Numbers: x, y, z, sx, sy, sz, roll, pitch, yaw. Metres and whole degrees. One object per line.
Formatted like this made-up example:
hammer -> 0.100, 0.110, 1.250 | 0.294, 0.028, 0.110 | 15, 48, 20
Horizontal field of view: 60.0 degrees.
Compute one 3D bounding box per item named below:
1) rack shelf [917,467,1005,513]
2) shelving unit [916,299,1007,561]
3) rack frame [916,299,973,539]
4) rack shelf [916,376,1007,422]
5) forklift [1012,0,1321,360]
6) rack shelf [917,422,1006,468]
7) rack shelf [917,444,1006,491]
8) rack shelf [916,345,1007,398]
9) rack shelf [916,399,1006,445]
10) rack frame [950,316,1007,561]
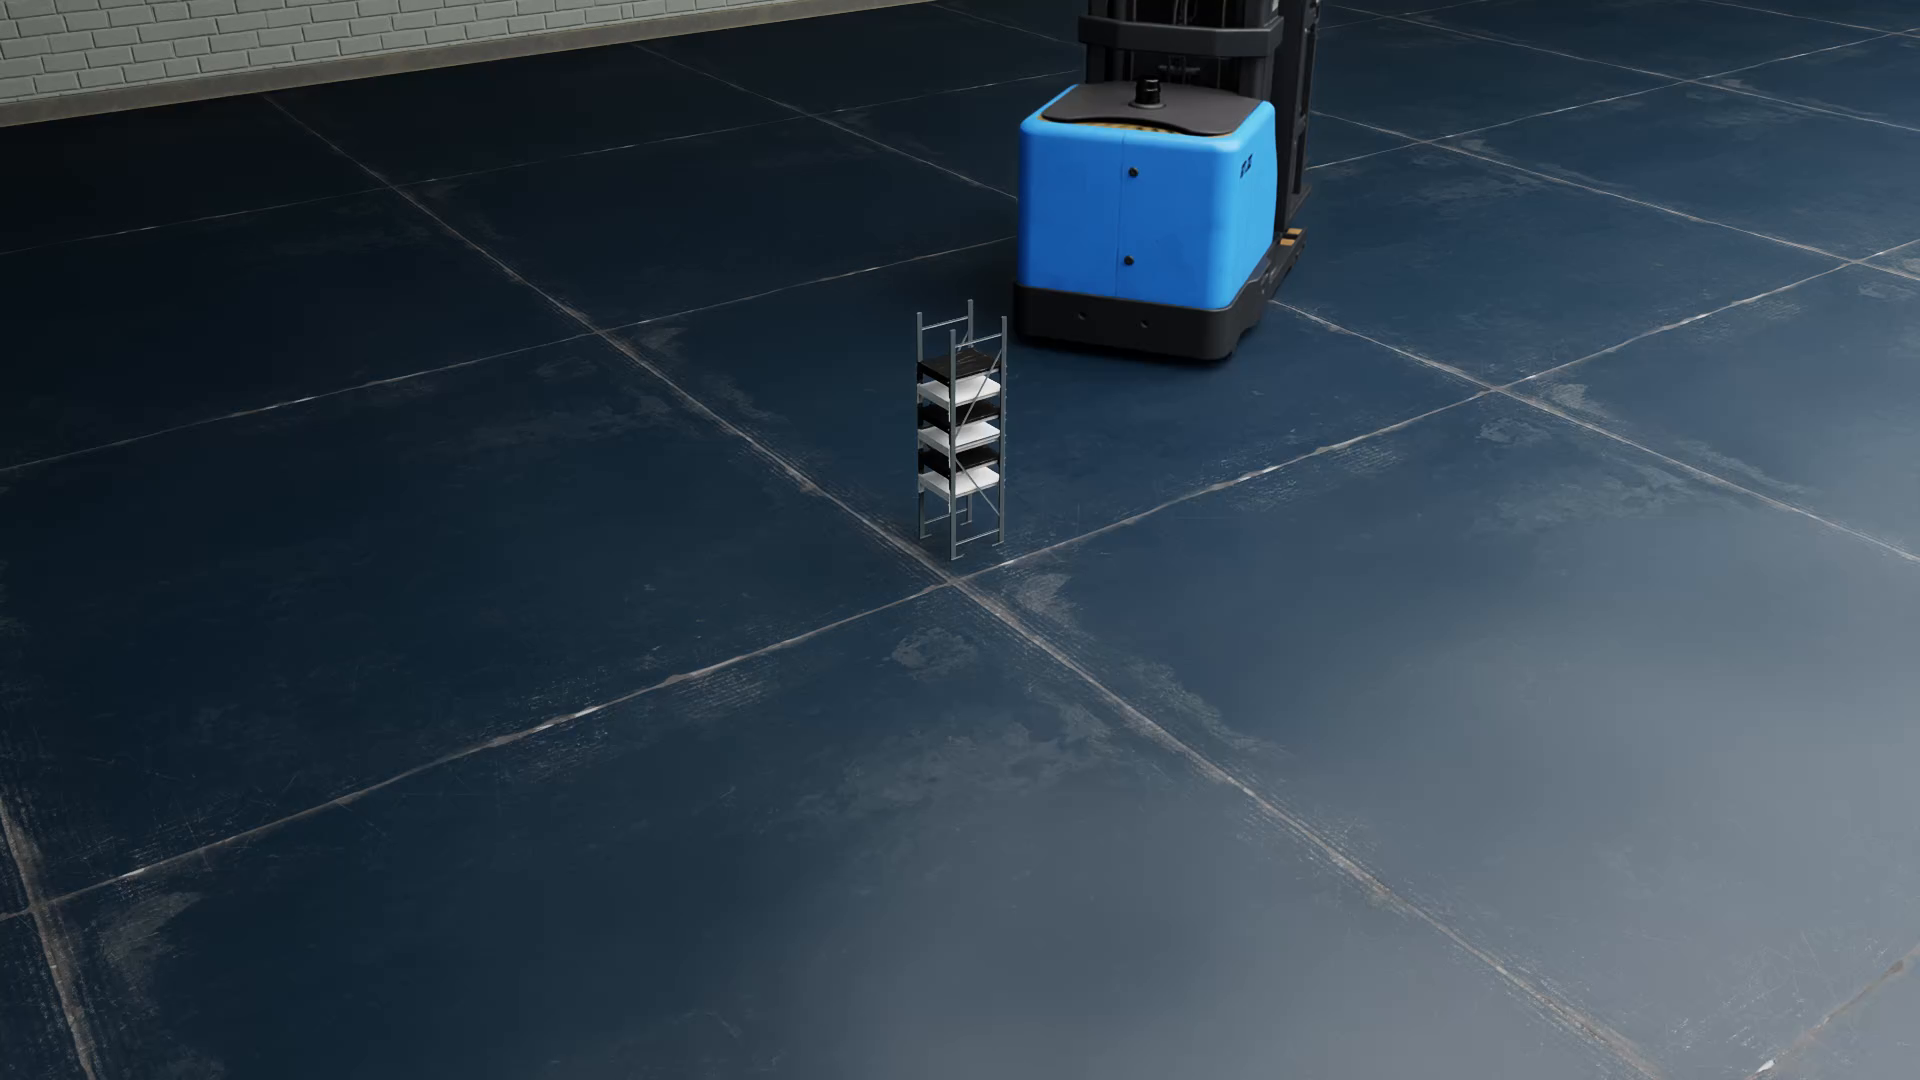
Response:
rack shelf -> 0.005, -0.205, 6.131 | 0.258, 0.077, 0.200 | -19, 34, -31
shelving unit -> 0.005, -0.392, 6.029 | 0.258, 0.900, 0.210 | -19, 34, -31
rack frame -> -0.054, -0.432, 6.102 | 0.240, 0.900, 0.006 | -19, 34, -31
rack shelf -> 0.005, -0.521, 5.959 | 0.258, 0.077, 0.200 | -19, 34, -31
forklift -> 1.254, -2.799, 8.333 | 1.130, 2.935, 3.031 | 10, 30, 18
rack shelf -> 0.005, -0.363, 6.045 | 0.258, 0.077, 0.200 | -19, 34, -31
rack shelf -> 0.005, -0.284, 6.088 | 0.258, 0.077, 0.200 | -19, 34, -31
rack shelf -> 0.005, -0.600, 5.916 | 0.258, 0.077, 0.200 | -19, 34, -31
rack shelf -> 0.005, -0.442, 6.002 | 0.258, 0.077, 0.200 | -19, 34, -31
rack frame -> 0.064, -0.353, 5.957 | 0.240, 0.900, 0.006 | -19, 34, -31
